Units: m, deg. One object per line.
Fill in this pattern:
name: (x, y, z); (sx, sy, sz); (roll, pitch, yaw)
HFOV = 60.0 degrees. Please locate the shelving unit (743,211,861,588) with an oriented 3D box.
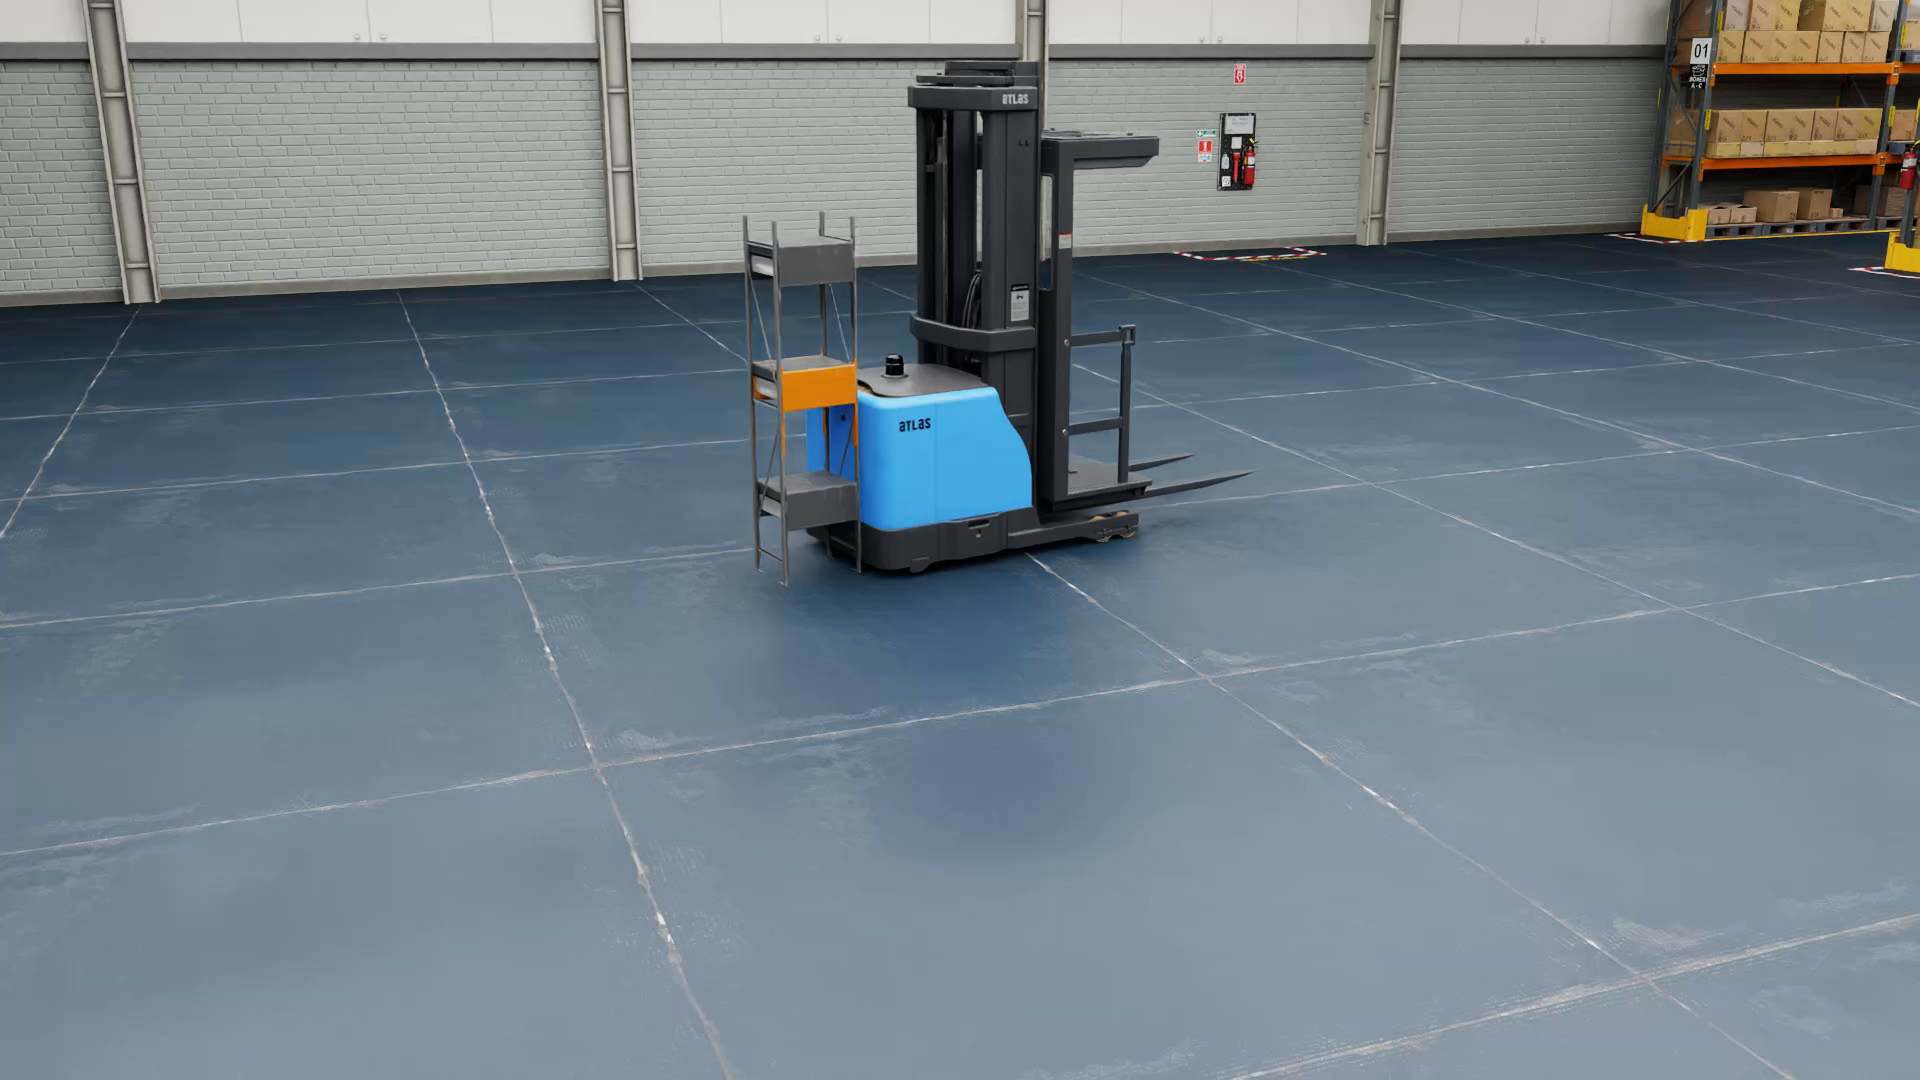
shelving unit: (-0.908, -0.815, 9.648); (0.503, 2.100, 0.431); (-10, 19, -31)

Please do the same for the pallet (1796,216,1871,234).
pallet: (15.019, -5.516, 29.009); (1.213, 0.211, 1.003); (-6, 17, -20)

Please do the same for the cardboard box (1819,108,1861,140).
cardboard box: (14.838, -7.048, 28.175); (0.500, 0.500, 0.500); (-6, 17, -20)

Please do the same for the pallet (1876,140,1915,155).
pallet: (16.399, -6.878, 29.037); (1.213, 0.211, 1.003); (-6, 17, -20)

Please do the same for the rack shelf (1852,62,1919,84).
rack shelf: (17.501, -8.227, 29.243); (4.000, 0.370, 1.077); (-6, 17, -20)

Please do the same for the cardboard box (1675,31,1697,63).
cardboard box: (12.197, -8.134, 27.435); (0.500, 0.500, 0.500); (-5, 17, -16)

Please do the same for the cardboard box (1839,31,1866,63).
cardboard box: (14.773, -8.265, 27.881); (0.500, 0.500, 0.500); (-8, 18, -25)

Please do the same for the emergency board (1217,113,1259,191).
emergency board: (4.318, -5.982, 25.646); (0.643, 1.169, 0.194); (-6, 17, -20)

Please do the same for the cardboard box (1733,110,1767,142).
cardboard box: (12.916, -6.842, 27.473); (0.500, 0.500, 0.500); (-6, 17, -20)

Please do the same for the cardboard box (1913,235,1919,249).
cardboard box: (14.069, -4.239, 23.845); (0.500, 0.250, 0.500); (-6, 17, -20)

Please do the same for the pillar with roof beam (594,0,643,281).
pillar with roof beam: (-3.026, -6.757, 17.638); (0.400, 9.000, 9.100); (-6, 17, -20)

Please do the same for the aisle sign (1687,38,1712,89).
aisle sign: (11.938, -7.689, 26.845); (0.004, 0.787, 0.394); (-6, 17, -20)

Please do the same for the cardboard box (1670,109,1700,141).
cardboard box: (12.262, -6.929, 27.770); (0.500, 0.500, 0.500); (-6, 18, -21)

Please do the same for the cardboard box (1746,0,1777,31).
cardboard box: (12.831, -8.517, 26.966); (0.500, 0.500, 0.500); (-6, 18, -21)

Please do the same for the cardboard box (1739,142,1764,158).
cardboard box: (12.947, -6.487, 27.597); (0.500, 0.250, 0.500); (-7, 18, -22)

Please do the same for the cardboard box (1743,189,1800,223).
cardboard box: (13.811, -5.704, 28.355); (0.500, 0.500, 0.700); (-7, 18, -24)

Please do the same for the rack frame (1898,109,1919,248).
rack frame: (13.674, -5.225, 23.068); (0.127, 3.000, 1.000); (-6, 17, -20)

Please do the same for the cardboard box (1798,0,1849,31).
cardboard box: (14.270, -8.673, 27.496); (0.500, 0.500, 0.500); (-7, 18, -22)

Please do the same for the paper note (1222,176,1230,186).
paper note: (4.128, -5.560, 25.771); (0.142, 0.148, 0.016); (-6, 17, -20)

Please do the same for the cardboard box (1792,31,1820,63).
cardboard box: (13.790, -8.151, 27.493); (0.500, 0.500, 0.500); (-5, 17, -17)

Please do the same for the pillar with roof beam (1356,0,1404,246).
pillar with roof beam: (8.180, -7.967, 21.758); (0.400, 9.000, 9.100); (-6, 17, -20)

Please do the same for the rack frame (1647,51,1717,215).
rack frame: (11.898, -6.528, 27.505); (0.127, 3.000, 1.000); (-6, 17, -20)

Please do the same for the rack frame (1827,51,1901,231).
rack frame: (15.633, -6.931, 28.878); (0.127, 3.000, 1.000); (-6, 17, -20)

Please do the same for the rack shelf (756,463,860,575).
rack shelf: (-0.908, -0.131, 9.849); (0.480, 0.518, 0.431); (-10, 19, -31)

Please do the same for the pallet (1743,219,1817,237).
pallet: (13.877, -5.392, 28.586); (1.213, 0.211, 1.003); (-6, 17, -20)

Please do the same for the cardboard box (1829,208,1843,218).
cardboard box: (15.144, -5.721, 29.005); (0.250, 0.166, 0.380); (-9, 18, -27)

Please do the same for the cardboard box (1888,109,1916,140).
cardboard box: (16.120, -7.233, 28.946); (0.500, 0.500, 0.700); (-6, 17, -20)

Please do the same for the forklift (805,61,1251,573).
forklift: (0.544, -1.505, 10.521); (3.031, 2.935, 1.130); (-10, 19, -31)

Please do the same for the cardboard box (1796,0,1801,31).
cardboard box: (13.653, -8.767, 27.819); (0.500, 0.500, 0.500); (-6, 17, -20)

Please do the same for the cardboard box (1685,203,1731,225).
cardboard box: (12.576, -5.495, 27.978); (0.500, 0.311, 0.500); (-8, 18, -26)

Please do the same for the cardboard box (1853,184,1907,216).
cardboard box: (16.314, -6.022, 29.436); (0.500, 0.500, 0.700); (-6, 17, -18)

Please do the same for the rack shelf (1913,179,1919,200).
rack shelf: (15.541, -5.082, 23.856); (4.000, 0.370, 1.077); (-6, 17, -20)

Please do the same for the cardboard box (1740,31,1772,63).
cardboard box: (12.814, -8.038, 27.108); (0.500, 0.500, 0.500); (-5, 17, -16)

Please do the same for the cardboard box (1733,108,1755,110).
cardboard box: (13.217, -7.030, 28.115); (0.500, 0.500, 0.500); (-7, 18, -22)

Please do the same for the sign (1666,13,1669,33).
sign: (11.718, -8.540, 27.461); (0.005, 0.325, 0.100); (-6, 17, -20)

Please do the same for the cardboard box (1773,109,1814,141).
cardboard box: (13.879, -6.947, 27.832); (0.500, 0.500, 0.500); (-6, 17, -18)

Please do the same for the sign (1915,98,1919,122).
sign: (13.493, -6.038, 23.362); (0.005, 0.325, 0.100); (-6, 17, -20)

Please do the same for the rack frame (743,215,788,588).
rack frame: (-1.113, -0.778, 9.521); (0.015, 2.100, 0.400); (-10, 19, -31)

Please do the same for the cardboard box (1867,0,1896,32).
cardboard box: (15.262, -8.786, 27.883); (0.500, 0.500, 0.500); (-8, 18, -25)

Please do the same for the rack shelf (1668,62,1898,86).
rack shelf: (13.765, -7.824, 27.870); (4.000, 0.370, 1.077); (-6, 17, -20)

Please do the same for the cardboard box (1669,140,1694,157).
cardboard box: (12.265, -6.564, 27.857); (0.500, 0.250, 0.500); (-6, 17, -19)

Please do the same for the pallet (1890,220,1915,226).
pallet: (17.501, -5.796, 29.962); (1.213, 0.211, 1.003); (-6, 17, -20)

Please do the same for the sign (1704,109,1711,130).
sign: (12.092, -6.801, 26.897); (0.005, 0.325, 0.100); (-6, 17, -20)

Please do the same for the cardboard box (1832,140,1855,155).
cardboard box: (14.831, -6.693, 28.298); (0.500, 0.250, 0.500); (-6, 17, -20)

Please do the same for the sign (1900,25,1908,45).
sign: (15.834, -8.477, 27.899); (0.005, 0.325, 0.100); (-6, 17, -20)

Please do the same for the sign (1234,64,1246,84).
sign: (4.275, -7.120, 25.406); (0.199, 0.298, 0.001); (-6, 17, -20)

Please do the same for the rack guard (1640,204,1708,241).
rack guard: (11.969, -5.336, 27.883); (0.348, 0.500, 1.175); (-6, 17, -20)

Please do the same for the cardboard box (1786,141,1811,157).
cardboard box: (13.898, -6.588, 27.938); (0.500, 0.250, 0.500); (-6, 17, -20)
